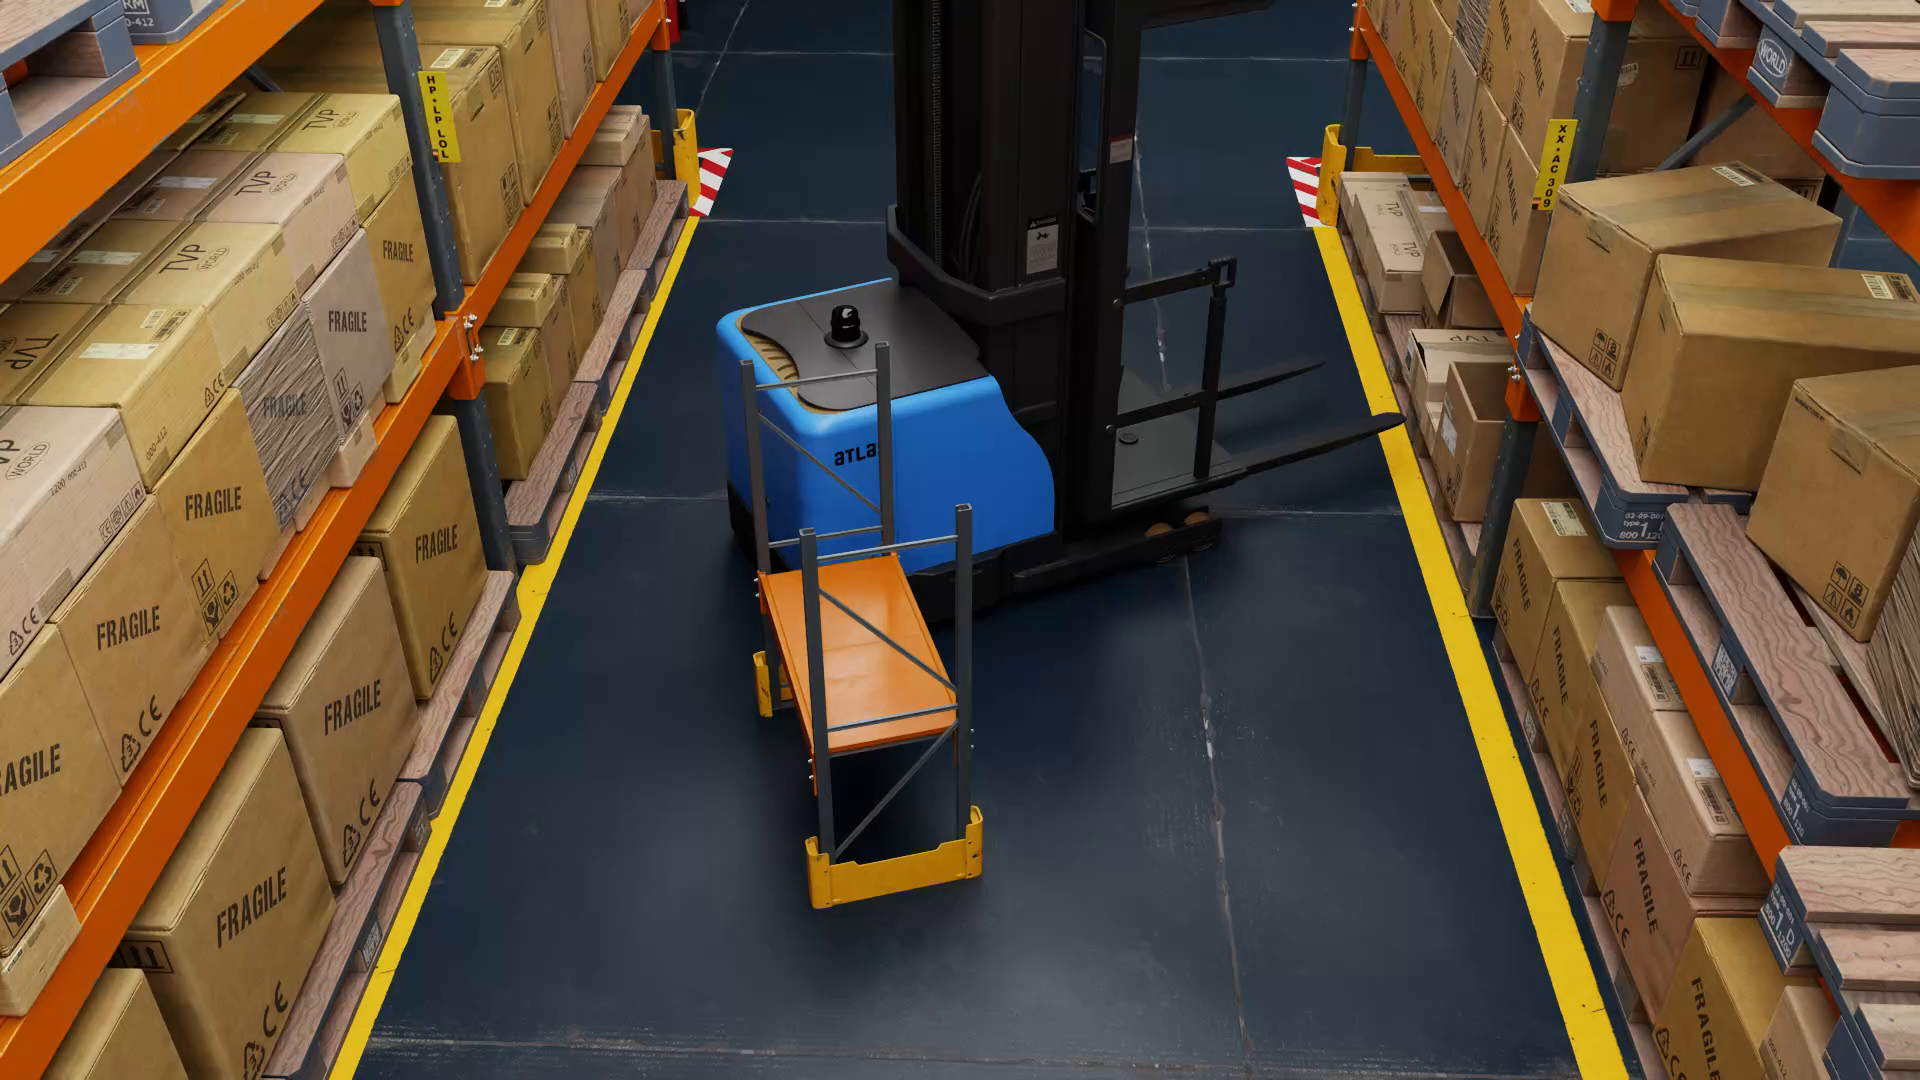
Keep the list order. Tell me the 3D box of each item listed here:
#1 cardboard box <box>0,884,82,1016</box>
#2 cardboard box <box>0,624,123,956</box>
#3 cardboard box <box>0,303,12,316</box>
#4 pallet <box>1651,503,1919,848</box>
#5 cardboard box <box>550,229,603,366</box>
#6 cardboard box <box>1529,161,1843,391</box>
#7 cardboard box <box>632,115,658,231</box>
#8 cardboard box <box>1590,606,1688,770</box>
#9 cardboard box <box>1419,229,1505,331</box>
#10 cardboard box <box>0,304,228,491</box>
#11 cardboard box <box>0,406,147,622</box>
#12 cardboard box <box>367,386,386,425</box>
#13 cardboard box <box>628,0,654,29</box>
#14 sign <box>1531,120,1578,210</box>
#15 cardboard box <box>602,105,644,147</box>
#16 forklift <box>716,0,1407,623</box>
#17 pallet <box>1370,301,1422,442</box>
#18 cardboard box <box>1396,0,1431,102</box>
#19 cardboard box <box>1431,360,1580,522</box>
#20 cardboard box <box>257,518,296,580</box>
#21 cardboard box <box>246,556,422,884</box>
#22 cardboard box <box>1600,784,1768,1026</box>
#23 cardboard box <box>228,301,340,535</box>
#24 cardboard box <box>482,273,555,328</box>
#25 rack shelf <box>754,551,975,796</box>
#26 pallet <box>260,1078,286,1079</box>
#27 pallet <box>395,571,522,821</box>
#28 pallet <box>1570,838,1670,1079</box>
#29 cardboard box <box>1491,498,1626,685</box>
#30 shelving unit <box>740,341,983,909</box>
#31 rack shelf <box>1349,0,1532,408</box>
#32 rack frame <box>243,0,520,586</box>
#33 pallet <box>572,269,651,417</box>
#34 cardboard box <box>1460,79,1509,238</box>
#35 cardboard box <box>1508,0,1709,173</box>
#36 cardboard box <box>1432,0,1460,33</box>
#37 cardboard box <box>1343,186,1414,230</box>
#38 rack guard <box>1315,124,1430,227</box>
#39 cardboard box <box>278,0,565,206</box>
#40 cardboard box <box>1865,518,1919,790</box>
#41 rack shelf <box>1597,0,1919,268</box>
[{"bbox_3d":[-2.162,0.875,3.597,0.380,0.149,0.250,2,35,3],"label":"cardboard box"},{"bbox_3d":[-2.215,0.515,3.545,0.500,0.500,0.500,2,35,3],"label":"cardboard box"},{"bbox_3d":[-2.694,-0.369,4.151,0.500,0.250,0.500,1,35,1],"label":"cardboard box"},{"bbox_3d":[2.502,0.333,4.334,1.003,0.211,1.213,1,35,2],"label":"pallet"},{"bbox_3d":[-2.182,-1.198,8.155,0.700,0.500,0.500,2,35,3],"label":"cardboard box"},{"bbox_3d":[2.347,-0.872,5.430,0.700,0.500,0.500,-10,36,-14],"label":"cardboard box"},{"bbox_3d":[-2.128,-2.081,9.411,0.700,0.500,0.500,1,35,2],"label":"cardboard box"},{"bbox_3d":[2.286,0.457,5.131,0.500,0.250,0.500,1,35,2],"label":"cardboard box"},{"bbox_3d":[2.660,-1.164,8.086,0.797,0.503,0.637,1,35,2],"label":"cardboard box"},{"bbox_3d":[-2.194,-0.362,4.142,0.500,0.250,0.500,1,35,1],"label":"cardboard box"},{"bbox_3d":[-2.208,-0.069,3.724,0.500,0.250,0.500,2,35,2],"label":"cardboard box"},{"bbox_3d":[-2.133,-0.450,5.482,0.380,0.149,0.250,2,35,3],"label":"cardboard box"},{"bbox_3d":[-2.210,-3.166,8.885,0.980,0.700,0.700,3,35,4],"label":"cardboard box"},{"bbox_3d":[2.047,-1.288,5.722,0.100,0.325,0.005,1,35,2],"label":"sign"},{"bbox_3d":[-1.951,-2.269,9.114,0.380,0.149,0.250,1,35,1],"label":"cardboard box"},{"bbox_3d":[0.558,-1.359,6.635,3.031,2.935,1.130,-16,38,-21],"label":"forklift"},{"bbox_3d":[2.664,-0.882,8.322,1.003,0.211,1.213,1,35,2],"label":"pallet"},{"bbox_3d":[2.430,-2.432,8.014,0.500,0.500,0.500,1,35,2],"label":"cardboard box"},{"bbox_3d":[2.329,-0.417,7.026,0.500,0.500,0.500,1,35,2],"label":"cardboard box"},{"bbox_3d":[-2.186,-0.014,4.863,0.380,0.149,0.250,0,35,1],"label":"cardboard box"},{"bbox_3d":[-2.289,0.556,5.354,0.750,0.750,0.750,2,35,3],"label":"cardboard box"},{"bbox_3d":[2.268,1.073,4.906,0.500,0.500,0.500,0,35,0],"label":"cardboard box"},{"bbox_3d":[-2.166,-0.356,4.785,0.500,0.500,0.500,1,35,2],"label":"cardboard box"},{"bbox_3d":[-2.032,-1.073,7.412,0.380,0.149,0.250,2,35,3],"label":"cardboard box"},{"bbox_3d":[-0.345,0.420,5.661,0.538,0.185,1.000,-9,36,-13],"label":"rack shelf"},{"bbox_3d":[-2.414,1.949,4.293,1.003,0.211,1.213,1,35,2],"label":"pallet"},{"bbox_3d":[-2.316,0.547,6.287,1.003,0.211,1.213,1,35,2],"label":"pallet"},{"bbox_3d":[2.548,1.386,5.095,1.003,0.211,1.213,1,35,2],"label":"pallet"},{"bbox_3d":[2.327,0.189,6.164,0.500,0.500,0.500,0,35,0],"label":"cardboard box"},{"bbox_3d":[-0.348,0.268,5.565,0.587,1.500,1.083,-9,36,-13],"label":"shelving unit"},{"bbox_3d":[2.670,-1.781,7.801,1.077,0.370,4.000,1,35,2],"label":"rack shelf"},{"bbox_3d":[-2.360,-1.038,6.119,1.000,3.000,0.127,1,35,2],"label":"rack frame"},{"bbox_3d":[-2.205,-1.035,8.540,1.003,0.211,1.213,1,35,2],"label":"pallet"},{"bbox_3d":[2.373,-1.556,6.769,0.500,0.500,0.500,2,35,3],"label":"cardboard box"},{"bbox_3d":[2.351,-1.673,6.065,0.500,0.500,0.500,2,35,2],"label":"cardboard box"},{"bbox_3d":[2.411,-2.546,7.307,0.500,0.500,0.500,1,35,1],"label":"cardboard box"},{"bbox_3d":[2.380,-1.869,9.382,0.380,0.166,0.250,1,35,2],"label":"cardboard box"},{"bbox_3d":[2.747,-2.158,9.886,1.175,0.500,0.348,1,35,2],"label":"rack guard"},{"bbox_3d":[-2.287,-1.892,7.072,0.980,0.700,0.700,0,35,1],"label":"cardboard box"},{"bbox_3d":[2.569,0.274,3.800,0.700,0.500,0.500,8,36,11],"label":"cardboard box"},{"bbox_3d":[2.509,-0.710,3.668,1.077,0.370,4.000,1,35,2],"label":"rack shelf"}]
